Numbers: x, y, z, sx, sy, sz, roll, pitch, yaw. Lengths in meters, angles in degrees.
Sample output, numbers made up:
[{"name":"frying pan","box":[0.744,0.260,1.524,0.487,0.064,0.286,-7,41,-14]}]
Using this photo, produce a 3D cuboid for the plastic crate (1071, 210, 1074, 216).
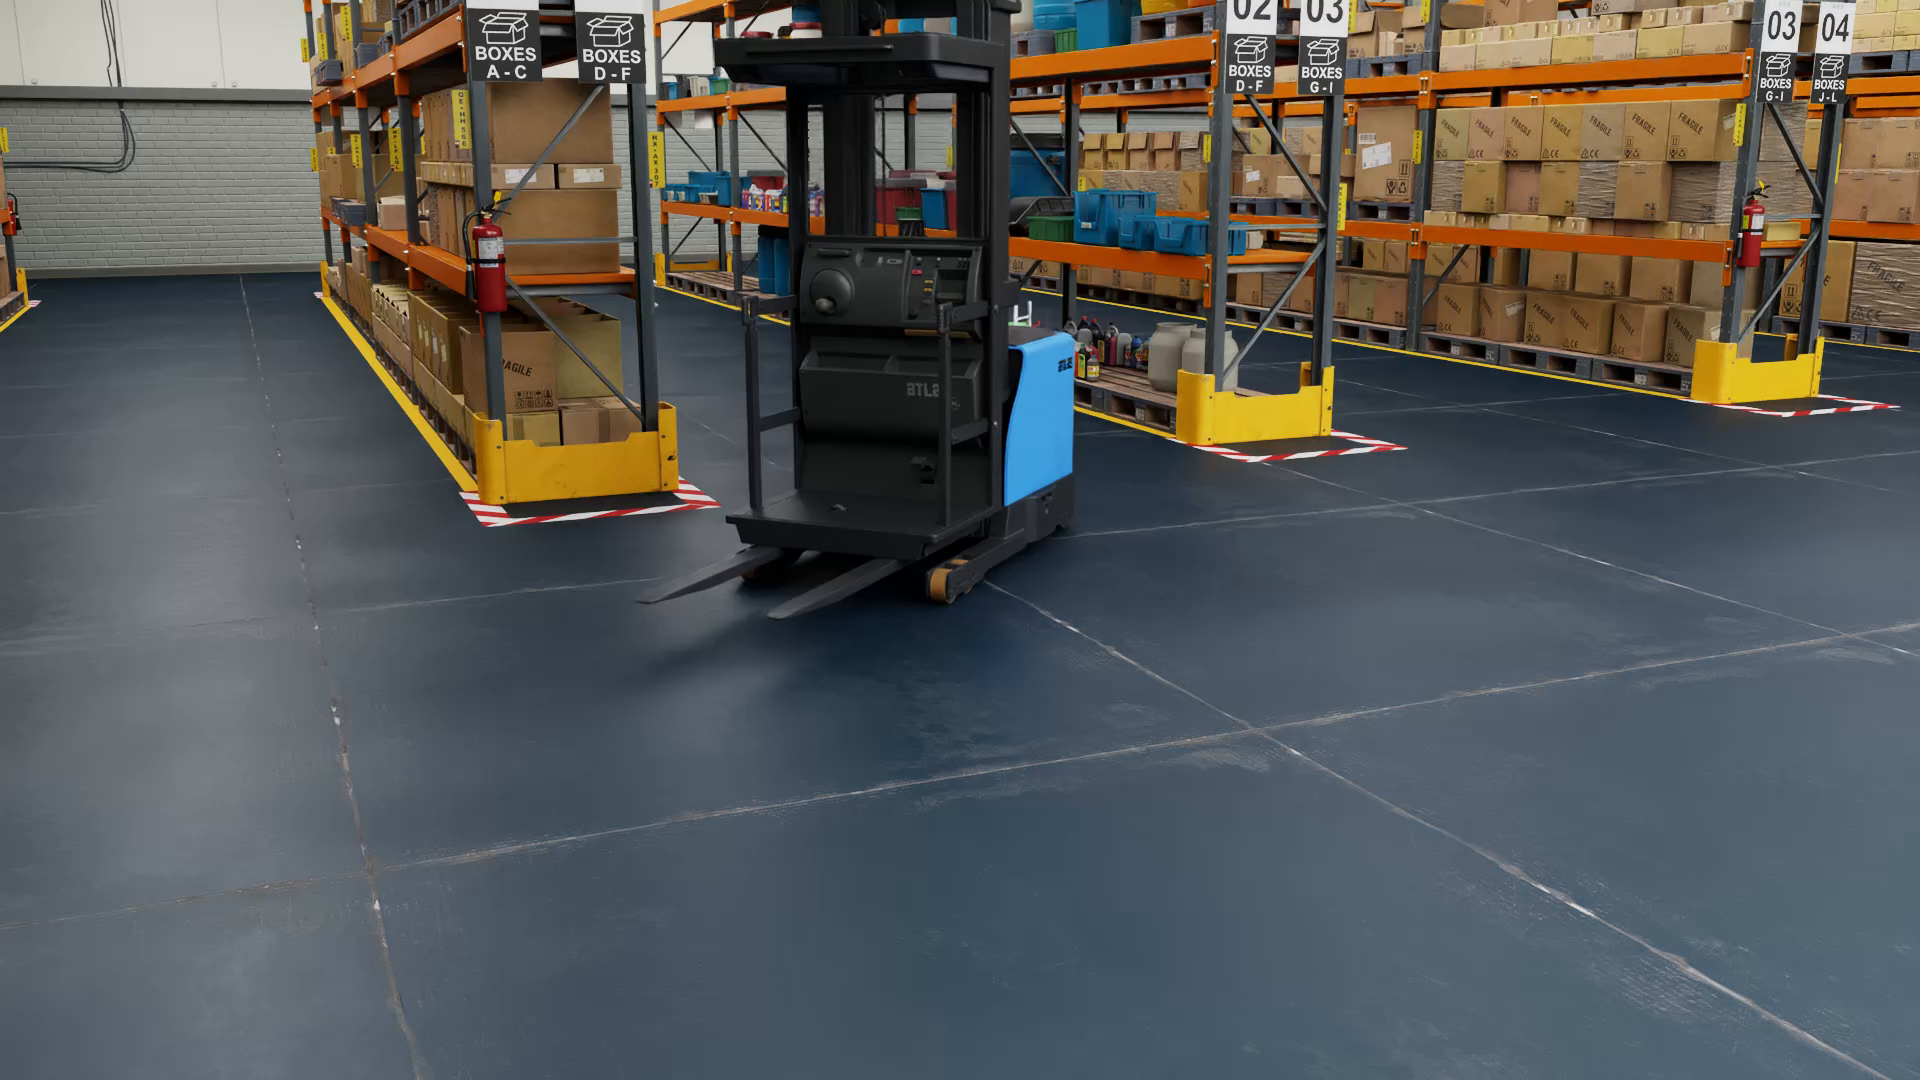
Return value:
[{"name":"plastic crate","box":[1.306,-2.753,14.442,0.499,0.251,0.616,-6,14,-23]}]

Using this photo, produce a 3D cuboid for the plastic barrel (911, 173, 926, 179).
[{"name":"plastic barrel","box":[-0.380,-3.717,18.031,0.421,0.512,0.421,0,13,0]}]

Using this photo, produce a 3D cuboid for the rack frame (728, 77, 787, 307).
[{"name":"rack frame","box":[-2.591,-4.682,22.449,1.000,3.000,0.127,-6,14,-23]}]

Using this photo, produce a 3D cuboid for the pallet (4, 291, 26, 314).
[{"name":"pallet","box":[-12.878,-3.097,21.784,1.003,0.211,1.213,-6,14,-23]}]

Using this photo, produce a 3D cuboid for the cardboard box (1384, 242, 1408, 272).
[{"name":"cardboard box","box":[6.799,-4.258,25.227,0.500,0.500,0.500,-5,14,-20]}]

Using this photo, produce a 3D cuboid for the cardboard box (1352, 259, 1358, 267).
[{"name":"cardboard box","box":[6.575,-4.532,27.189,0.380,0.149,0.250,-5,14,-21]}]

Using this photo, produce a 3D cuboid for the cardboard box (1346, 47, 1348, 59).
[{"name":"cardboard box","box":[4.310,-5.407,18.516,0.380,0.166,0.250,-6,14,-25]}]

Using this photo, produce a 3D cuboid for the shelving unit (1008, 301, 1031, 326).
[{"name":"shelving unit","box":[0.122,-0.756,9.474,0.503,1.200,0.258,5,14,22]}]

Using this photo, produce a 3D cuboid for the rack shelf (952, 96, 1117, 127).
[{"name":"rack shelf","box":[1.147,-6.654,25.910,1.077,0.370,4.000,-6,14,-23]}]

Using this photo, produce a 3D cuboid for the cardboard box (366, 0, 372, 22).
[{"name":"cardboard box","box":[-5.902,-5.603,17.333,0.500,0.500,0.500,-6,14,-23]}]

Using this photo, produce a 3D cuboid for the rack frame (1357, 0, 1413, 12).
[{"name":"rack frame","box":[6.533,-8.480,25.551,1.000,3.000,0.127,-6,14,-23]}]

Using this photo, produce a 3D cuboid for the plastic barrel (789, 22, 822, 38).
[{"name":"plastic barrel","box":[-1.836,-5.941,20.001,0.433,0.535,0.433,0,13,0]}]

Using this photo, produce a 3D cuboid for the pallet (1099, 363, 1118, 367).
[{"name":"pallet","box":[0.845,-1.529,15.006,1.003,0.211,1.213,-6,14,-23]}]

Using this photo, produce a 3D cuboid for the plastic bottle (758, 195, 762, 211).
[{"name":"plastic bottle","box":[-2.547,-4.333,21.382,0.097,0.201,0.097,0,13,0]}]

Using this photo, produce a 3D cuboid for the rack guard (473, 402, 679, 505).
[{"name":"rack guard","box":[-2.314,-0.534,10.067,1.175,0.500,0.348,-6,14,-23]}]

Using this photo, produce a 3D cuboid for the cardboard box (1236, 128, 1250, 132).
[{"name":"cardboard box","box":[5.075,-6.844,28.688,0.500,0.500,0.500,-5,14,-21]}]

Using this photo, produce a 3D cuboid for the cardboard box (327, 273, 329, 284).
[{"name":"cardboard box","box":[-8.780,-3.727,23.629,0.380,0.166,0.250,-6,14,-23]}]

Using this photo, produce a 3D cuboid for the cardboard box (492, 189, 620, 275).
[{"name":"cardboard box","box":[-2.499,-1.903,10.217,0.700,0.500,0.500,-6,14,-23]}]

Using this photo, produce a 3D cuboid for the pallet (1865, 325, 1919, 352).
[{"name":"pallet","box":[10.463,-2.129,17.600,1.003,0.211,1.213,-6,14,-23]}]

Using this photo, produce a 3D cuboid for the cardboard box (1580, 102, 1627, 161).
[{"name":"cardboard box","box":[5.904,-3.629,14.798,0.500,0.500,0.500,-6,14,-23]}]

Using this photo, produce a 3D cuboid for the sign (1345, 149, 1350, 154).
[{"name":"sign","box":[6.039,-5.928,25.911,0.100,0.325,0.005,-6,14,-23]}]

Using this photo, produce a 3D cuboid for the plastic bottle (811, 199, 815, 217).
[{"name":"plastic bottle","box":[-1.702,-3.898,19.498,0.097,0.201,0.097,0,13,0]}]

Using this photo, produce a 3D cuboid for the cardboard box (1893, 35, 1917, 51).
[{"name":"cardboard box","box":[9.981,-5.180,17.352,0.380,0.149,0.250,-6,14,-24]}]

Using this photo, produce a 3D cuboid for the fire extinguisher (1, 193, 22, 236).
[{"name":"fire extinguisher","box":[-12.908,-4.467,22.519,0.296,0.674,0.183,-6,14,-23]}]

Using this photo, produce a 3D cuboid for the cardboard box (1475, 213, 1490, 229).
[{"name":"cardboard box","box":[5.285,-3.130,16.299,0.380,0.149,0.250,-6,14,-23]}]

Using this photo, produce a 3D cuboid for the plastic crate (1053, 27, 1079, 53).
[{"name":"plastic crate","box":[0.997,-4.037,13.478,0.336,0.188,0.450,-6,14,-23]}]

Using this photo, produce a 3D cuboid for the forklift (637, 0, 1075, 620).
[{"name":"forklift","box":[-0.418,-1.244,7.746,1.130,2.935,3.031,6,14,23]}]

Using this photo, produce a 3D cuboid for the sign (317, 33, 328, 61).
[{"name":"sign","box":[-7.625,-5.898,19.904,0.100,0.325,0.005,-6,14,-23]}]

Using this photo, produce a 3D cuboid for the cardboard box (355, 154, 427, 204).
[{"name":"cardboard box","box":[-5.884,-3.783,17.408,0.700,0.500,0.500,-12,18,-42]}]

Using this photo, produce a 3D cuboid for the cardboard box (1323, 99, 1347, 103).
[{"name":"cardboard box","box":[6.089,-7.022,26.239,0.500,0.250,0.500,-5,14,-22]}]

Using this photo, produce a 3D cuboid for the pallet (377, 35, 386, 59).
[{"name":"pallet","box":[-4.724,-4.416,15.063,1.003,0.211,1.213,-5,14,-20]}]

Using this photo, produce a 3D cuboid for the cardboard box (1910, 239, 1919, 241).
[{"name":"cardboard box","box":[16.407,-4.915,28.064,0.500,0.500,0.500,-5,14,-21]}]

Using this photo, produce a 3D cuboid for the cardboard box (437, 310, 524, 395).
[{"name":"cardboard box","box":[-3.225,-1.276,11.235,0.500,0.500,0.500,-6,14,-23]}]

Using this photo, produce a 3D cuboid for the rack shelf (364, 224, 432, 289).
[{"name":"rack shelf","box":[-4.727,-2.646,15.244,1.077,0.370,4.000,-6,14,-23]}]

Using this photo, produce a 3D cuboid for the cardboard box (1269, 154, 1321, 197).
[{"name":"cardboard box","box":[4.118,-4.342,19.827,0.700,0.500,0.500,-3,13,-15]}]

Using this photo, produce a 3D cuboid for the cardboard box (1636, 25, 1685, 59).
[{"name":"cardboard box","box":[6.126,-4.218,14.124,0.500,0.250,0.500,-6,14,-23]}]

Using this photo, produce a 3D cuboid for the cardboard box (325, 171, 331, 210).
[{"name":"cardboard box","box":[-8.188,-4.682,22.225,0.500,0.500,0.500,-5,14,-22]}]

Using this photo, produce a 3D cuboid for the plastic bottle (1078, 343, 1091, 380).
[{"name":"plastic bottle","box":[1.015,-1.456,13.559,0.061,0.283,0.133,-5,14,-22]}]

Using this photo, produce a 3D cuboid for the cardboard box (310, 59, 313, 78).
[{"name":"cardboard box","box":[-8.766,-6.564,23.152,0.500,0.250,0.500,-6,14,-23]}]

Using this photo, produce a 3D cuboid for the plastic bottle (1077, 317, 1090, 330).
[{"name":"plastic bottle","box":[1.136,-1.846,15.094,0.144,0.351,0.185,-6,14,-24]}]

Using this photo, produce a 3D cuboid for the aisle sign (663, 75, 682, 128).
[{"name":"aisle sign","box":[-4.494,-6.763,25.675,0.394,0.787,0.004,-6,14,-23]}]

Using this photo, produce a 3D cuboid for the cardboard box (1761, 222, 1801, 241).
[{"name":"cardboard box","box":[6.859,-2.609,14.046,0.380,0.149,0.250,-6,14,-23]}]

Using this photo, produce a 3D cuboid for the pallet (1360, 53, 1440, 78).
[{"name":"pallet","box":[5.003,-4.984,17.516,1.213,0.211,1.003,-6,14,-23]}]

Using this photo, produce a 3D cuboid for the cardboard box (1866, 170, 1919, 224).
[{"name":"cardboard box","box":[10.246,-3.668,17.734,0.875,0.550,0.550,-6,14,-23]}]

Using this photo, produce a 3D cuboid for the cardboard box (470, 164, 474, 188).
[{"name":"cardboard box","box":[-2.860,-2.290,10.451,0.380,0.149,0.250,-6,14,-24]}]

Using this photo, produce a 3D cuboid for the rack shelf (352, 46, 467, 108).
[{"name":"rack shelf","box":[-4.727,-4.107,14.906,1.077,0.370,4.000,-6,14,-23]}]

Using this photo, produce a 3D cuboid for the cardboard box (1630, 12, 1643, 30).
[{"name":"cardboard box","box":[6.043,-4.485,14.393,0.380,0.149,0.250,-5,14,-22]}]

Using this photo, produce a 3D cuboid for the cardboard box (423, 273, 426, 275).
[{"name":"cardboard box","box":[-5.860,-2.737,18.613,0.500,0.500,0.500,-6,14,-24]}]

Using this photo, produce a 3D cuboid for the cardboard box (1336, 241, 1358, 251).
[{"name":"cardboard box","box":[6.152,-4.712,26.650,0.380,0.149,0.250,-5,14,-21]}]

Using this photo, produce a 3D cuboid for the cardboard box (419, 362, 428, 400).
[{"name":"cardboard box","box":[-3.822,-1.221,12.660,0.500,0.250,0.500,-6,14,-23]}]

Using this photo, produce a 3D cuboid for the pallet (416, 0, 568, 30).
[{"name":"pallet","box":[-3.076,-3.576,11.211,1.003,0.211,1.213,-6,14,-23]}]

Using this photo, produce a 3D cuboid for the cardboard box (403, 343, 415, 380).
[{"name":"cardboard box","box":[-4.358,-1.507,13.897,0.500,0.250,0.500,-6,14,-24]}]

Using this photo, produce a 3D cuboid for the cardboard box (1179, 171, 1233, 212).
[{"name":"cardboard box","box":[3.125,-4.432,21.144,0.500,0.500,0.500,-5,14,-21]}]
